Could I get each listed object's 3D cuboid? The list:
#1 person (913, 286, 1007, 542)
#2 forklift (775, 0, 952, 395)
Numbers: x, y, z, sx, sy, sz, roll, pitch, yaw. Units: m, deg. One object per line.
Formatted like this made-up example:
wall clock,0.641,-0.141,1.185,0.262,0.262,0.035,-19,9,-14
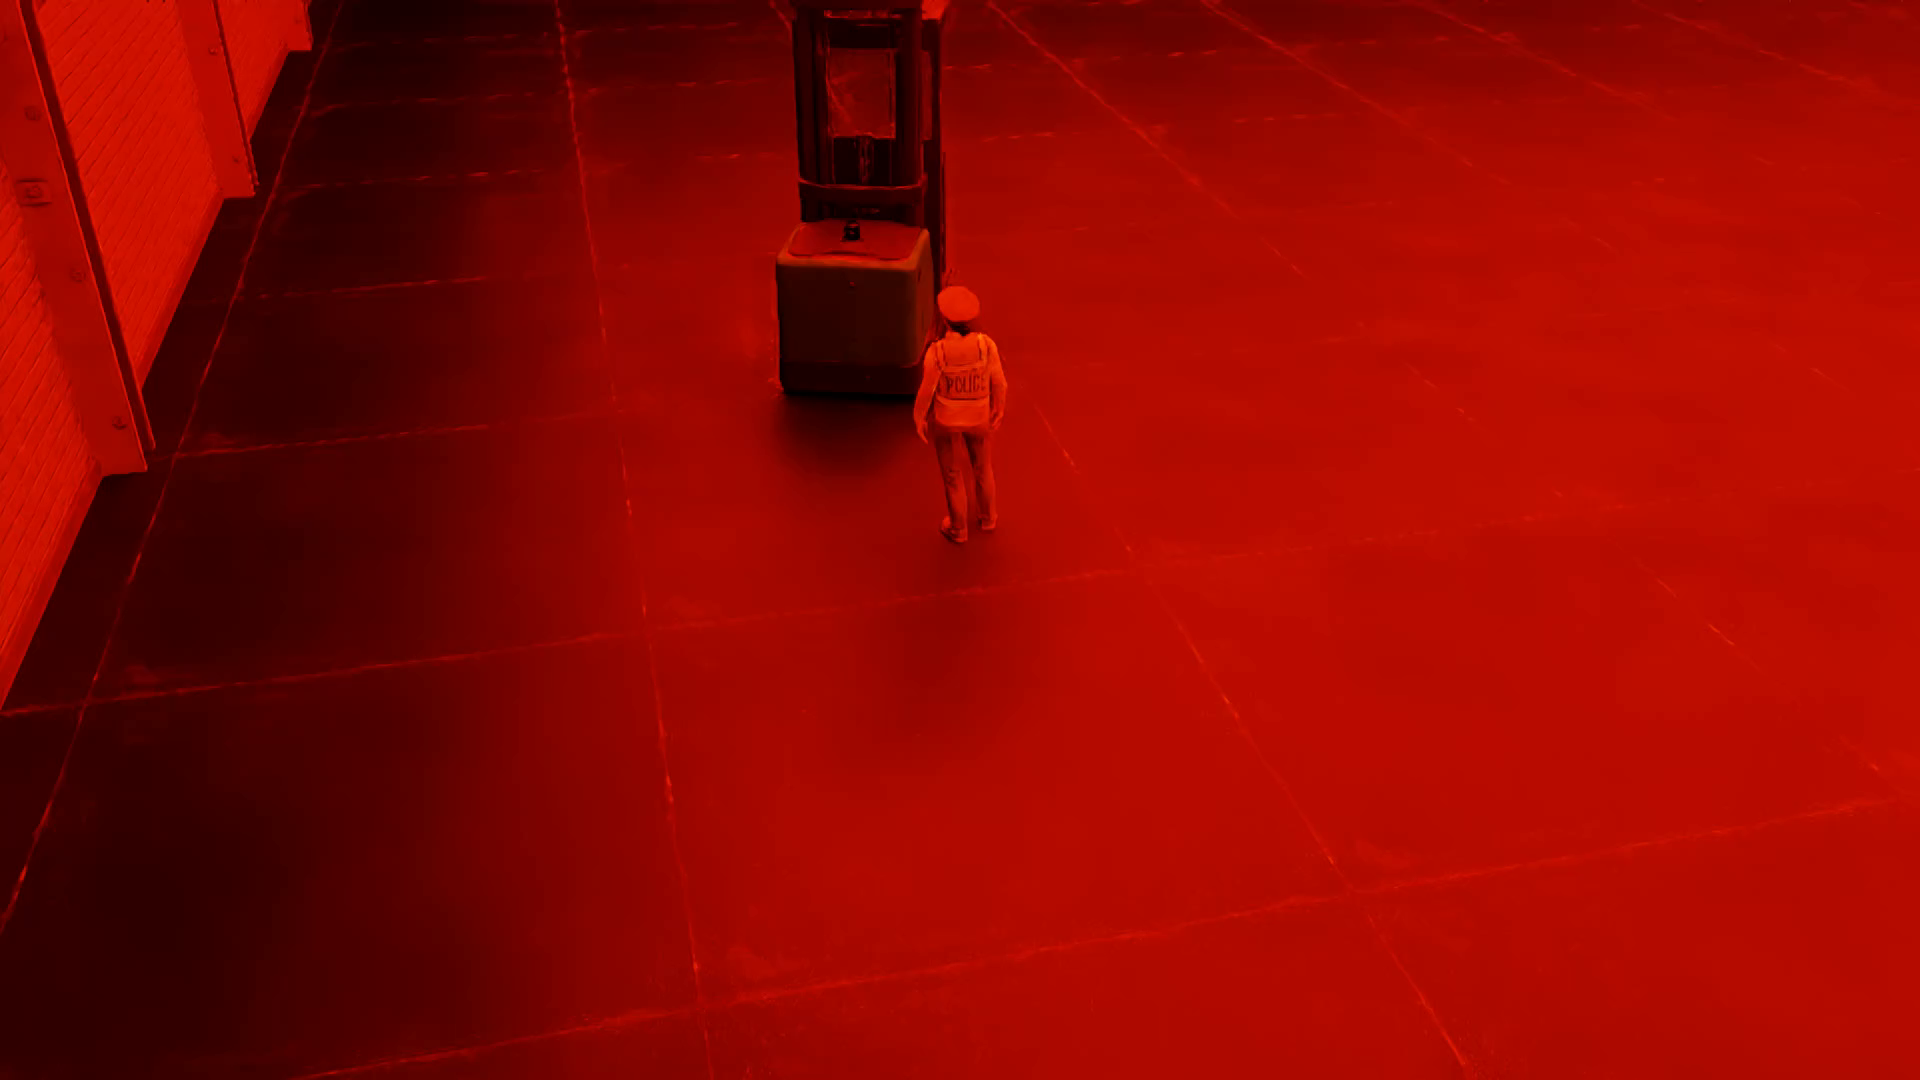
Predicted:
person,-0.009,-0.774,10.130,0.586,1.695,0.533,-7,31,-12
forklift,-0.657,-3.047,12.837,1.130,2.935,3.031,3,30,6
